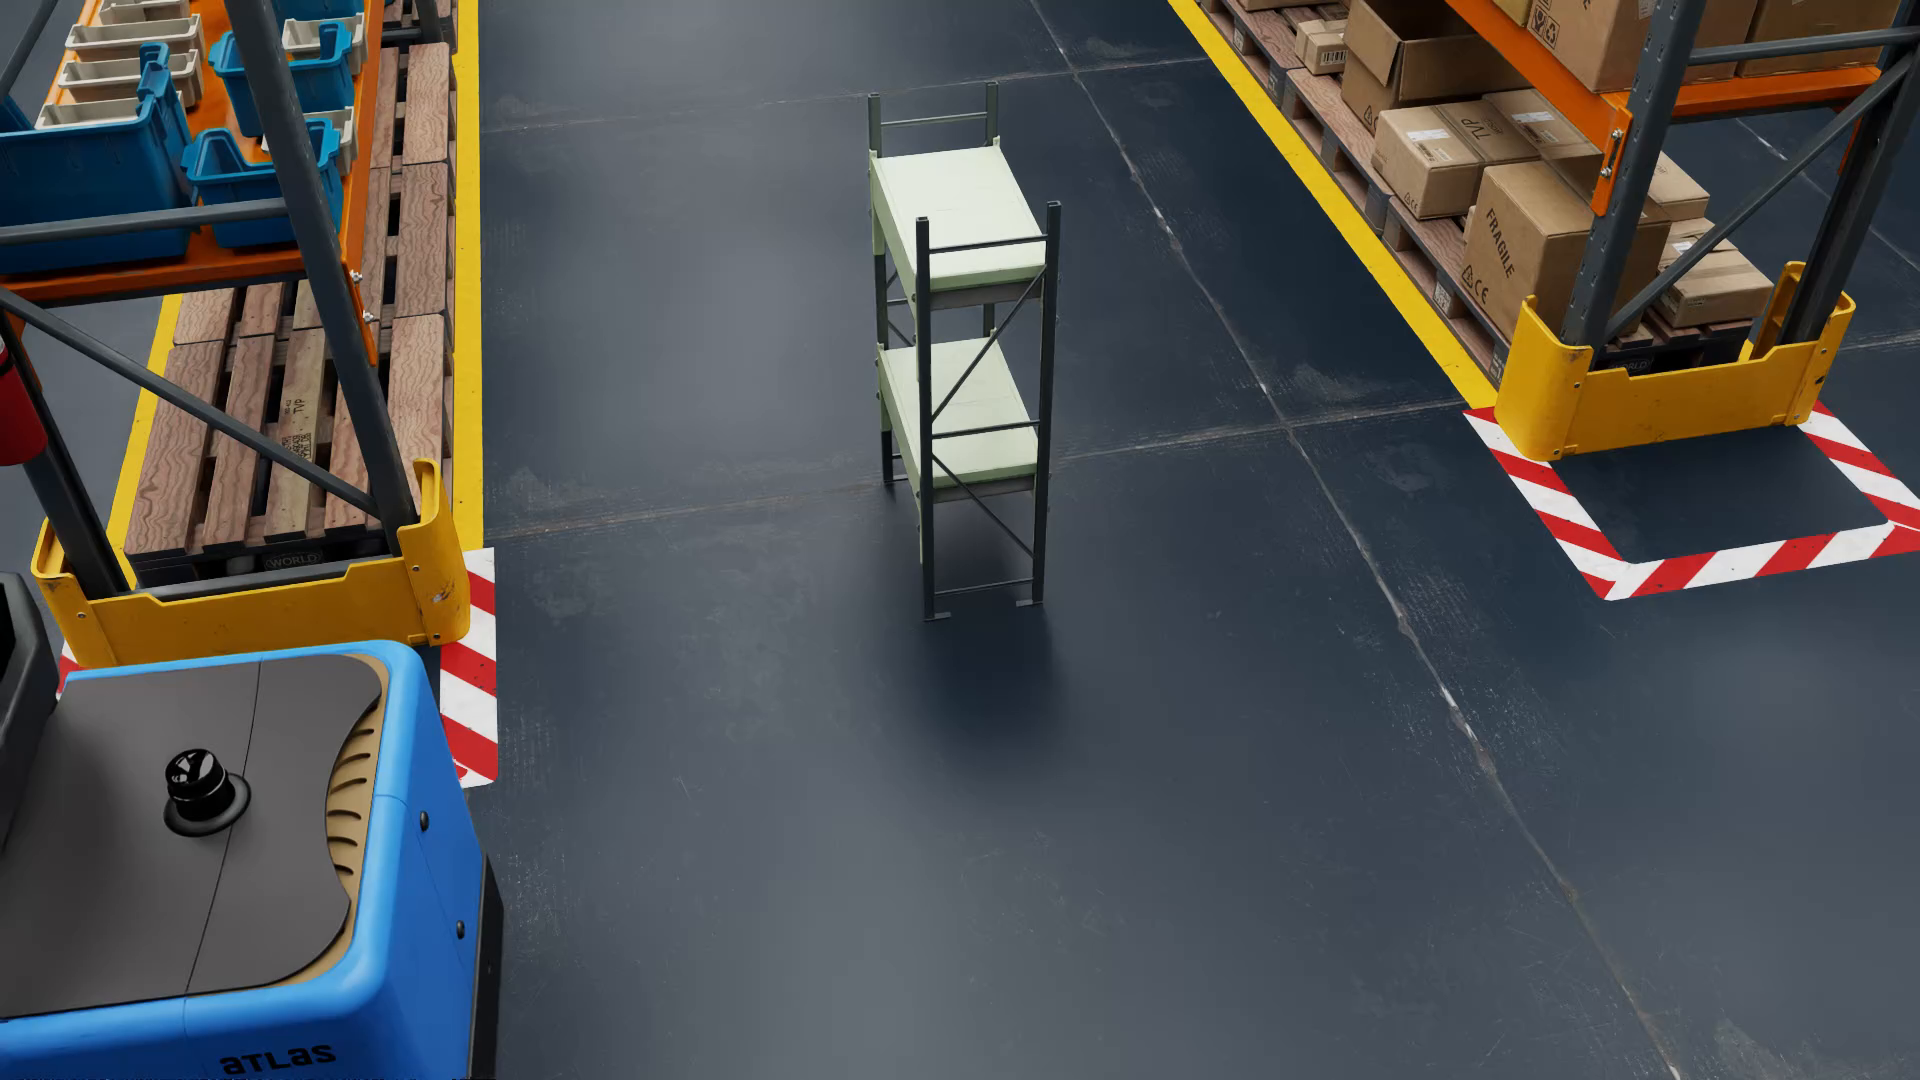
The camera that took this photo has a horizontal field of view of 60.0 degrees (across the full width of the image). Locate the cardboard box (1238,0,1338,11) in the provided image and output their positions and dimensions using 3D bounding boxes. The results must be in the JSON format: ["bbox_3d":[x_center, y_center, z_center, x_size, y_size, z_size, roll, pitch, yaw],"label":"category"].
[{"bbox_3d":[1.641,-2.993,8.557,0.500,0.311,0.500,-8,42,-9],"label":"cardboard box"}]

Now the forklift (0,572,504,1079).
[{"bbox_3d":[-2.669,0.394,3.098,3.031,2.935,1.130,-6,42,-7],"label":"forklift"}]

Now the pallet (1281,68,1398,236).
[{"bbox_3d":[2.175,-1.857,7.683,1.003,0.211,1.213,-8,42,-9],"label":"pallet"}]

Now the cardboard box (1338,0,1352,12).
[{"bbox_3d":[2.161,-3.038,8.465,0.500,0.500,0.500,-8,42,-9],"label":"cardboard box"}]

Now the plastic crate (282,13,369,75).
[{"bbox_3d":[-2.079,-1.628,5.478,0.250,0.136,0.298,-8,42,-9],"label":"plastic crate"}]

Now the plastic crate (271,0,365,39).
[{"bbox_3d":[-2.229,-1.858,5.664,0.416,0.233,0.300,-8,42,-9],"label":"plastic crate"}]

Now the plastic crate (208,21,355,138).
[{"bbox_3d":[-2.087,-1.431,5.183,0.416,0.233,0.300,-8,42,-9],"label":"plastic crate"}]

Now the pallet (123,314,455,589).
[{"bbox_3d":[-2.353,-0.335,5.968,1.003,0.211,1.213,-8,42,-9],"label":"pallet"}]

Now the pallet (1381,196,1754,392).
[{"bbox_3d":[2.435,-1.068,6.794,1.003,0.211,1.213,-8,42,-9],"label":"pallet"}]

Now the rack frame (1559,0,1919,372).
[{"bbox_3d":[2.625,-1.545,5.231,1.000,3.000,0.127,-8,42,-9],"label":"rack frame"}]

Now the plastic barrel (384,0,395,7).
[{"bbox_3d":[-3.177,-3.157,8.312,0.600,0.901,0.708,-8,42,-9],"label":"plastic barrel"}]

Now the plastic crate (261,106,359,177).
[{"bbox_3d":[-1.933,-1.188,4.982,0.250,0.136,0.298,-8,42,-9],"label":"plastic crate"}]

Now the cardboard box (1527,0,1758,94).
[{"bbox_3d":[2.262,-1.833,5.480,0.500,0.500,0.500,-7,42,-8],"label":"cardboard box"}]

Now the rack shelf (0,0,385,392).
[{"bbox_3d":[-2.645,-1.865,6.133,1.077,0.370,4.000,-8,42,-9],"label":"rack shelf"}]

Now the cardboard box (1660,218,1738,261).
[{"bbox_3d":[2.816,-1.132,6.569,0.380,0.166,0.250,-8,42,-9],"label":"cardboard box"}]

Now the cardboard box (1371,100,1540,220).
[{"bbox_3d":[2.091,-1.618,7.053,0.500,0.250,0.500,-8,42,-9],"label":"cardboard box"}]

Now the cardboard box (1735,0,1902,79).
[{"bbox_3d":[2.786,-1.907,5.564,0.500,0.500,0.500,-8,42,-8],"label":"cardboard box"}]

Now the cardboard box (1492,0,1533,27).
[{"bbox_3d":[2.147,-2.169,5.859,0.500,0.500,0.500,-8,42,-9],"label":"cardboard box"}]

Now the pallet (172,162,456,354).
[{"bbox_3d":[-2.613,-1.124,6.857,1.003,0.211,1.213,-8,42,-9],"label":"pallet"}]

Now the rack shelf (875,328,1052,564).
[{"bbox_3d":[-0.001,-0.321,5.473,0.431,0.370,0.720,-8,42,-9],"label":"rack shelf"}]

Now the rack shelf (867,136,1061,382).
[{"bbox_3d":[-0.001,-0.857,4.998,0.431,0.370,0.720,-8,42,-9],"label":"rack shelf"}]

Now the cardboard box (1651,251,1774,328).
[{"bbox_3d":[2.870,-0.964,6.392,0.380,0.149,0.250,-8,42,-9],"label":"cardboard box"}]

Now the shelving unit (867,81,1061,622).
[{"bbox_3d":[-0.001,-0.565,5.257,0.431,1.500,0.755,-8,42,-9],"label":"shelving unit"}]

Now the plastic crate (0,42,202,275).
[{"bbox_3d":[-2.467,-1.063,4.616,0.616,0.435,0.499,-8,42,-9],"label":"plastic crate"}]

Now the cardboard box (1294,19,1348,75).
[{"bbox_3d":[1.837,-2.380,7.974,0.380,0.166,0.250,-8,42,-9],"label":"cardboard box"}]

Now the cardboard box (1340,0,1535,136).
[{"bbox_3d":[2.172,-2.151,7.463,0.797,0.503,0.637,-8,42,-9],"label":"cardboard box"}]

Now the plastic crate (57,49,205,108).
[{"bbox_3d":[-2.614,-1.454,5.282,0.396,0.136,0.243,-8,42,-9],"label":"plastic crate"}]

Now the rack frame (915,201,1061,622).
[{"bbox_3d":[0.078,-0.328,4.990,0.400,1.500,0.023,-8,42,-9],"label":"rack frame"}]

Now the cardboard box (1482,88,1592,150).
[{"bbox_3d":[2.568,-1.722,7.170,0.500,0.250,0.500,-8,42,-9],"label":"cardboard box"}]

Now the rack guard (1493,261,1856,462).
[{"bbox_3d":[2.608,-0.659,6.116,1.175,0.500,0.348,-8,42,-9],"label":"rack guard"}]

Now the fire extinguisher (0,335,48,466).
[{"bbox_3d":[-2.624,-0.506,4.400,0.296,0.674,0.183,-8,42,-9],"label":"fire extinguisher"}]

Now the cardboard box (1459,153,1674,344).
[{"bbox_3d":[2.267,-1.091,6.272,0.500,0.500,0.500,-8,42,-9],"label":"cardboard box"}]

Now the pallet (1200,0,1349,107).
[{"bbox_3d":[1.909,-2.649,8.576,1.003,0.211,1.213,-8,42,-9],"label":"pallet"}]

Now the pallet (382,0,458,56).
[{"bbox_3d":[-3.202,-2.893,8.850,1.003,0.211,1.213,-8,42,-9],"label":"pallet"}]

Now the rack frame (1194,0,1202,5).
[{"bbox_3d":[1.761,-4.137,8.151,1.000,3.000,0.127,-8,42,-9],"label":"rack frame"}]

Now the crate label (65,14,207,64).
[{"bbox_3d":[-2.698,-1.631,5.481,0.396,0.136,0.243,-8,42,-9],"label":"crate label"}]

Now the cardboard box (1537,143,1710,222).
[{"bbox_3d":[2.676,-1.398,6.805,0.500,0.250,0.500,-8,42,-9],"label":"cardboard box"}]

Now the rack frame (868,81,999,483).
[{"bbox_3d":[-0.080,-0.802,5.524,0.400,1.500,0.023,-8,42,-9],"label":"rack frame"}]

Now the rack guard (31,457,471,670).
[{"bbox_3d":[-2.195,0.111,5.248,1.175,0.500,0.348,-8,42,-9],"label":"rack guard"}]

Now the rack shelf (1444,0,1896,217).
[{"bbox_3d":[2.193,-2.572,6.930,1.077,0.370,4.000,-8,42,-9],"label":"rack shelf"}]

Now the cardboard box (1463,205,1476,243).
[{"bbox_3d":[2.267,-1.242,6.693,0.380,0.166,0.250,-8,42,-9],"label":"cardboard box"}]

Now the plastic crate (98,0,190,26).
[{"bbox_3d":[-2.780,-1.820,5.694,0.298,0.136,0.250,-8,42,-9],"label":"plastic crate"}]

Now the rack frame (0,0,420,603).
[{"bbox_3d":[-2.213,-0.837,4.434,1.000,3.000,0.127,-8,42,-9],"label":"rack frame"}]

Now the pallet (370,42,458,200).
[{"bbox_3d":[-2.880,-1.916,7.750,1.003,0.211,1.213,-8,42,-9],"label":"pallet"}]

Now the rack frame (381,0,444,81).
[{"bbox_3d":[-3.076,-3.430,7.355,1.000,3.000,0.127,-8,42,-9],"label":"rack frame"}]

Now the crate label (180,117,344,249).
[{"bbox_3d":[-1.945,-1.004,4.703,0.416,0.233,0.303,-8,42,-9],"label":"crate label"}]

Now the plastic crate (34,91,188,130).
[{"bbox_3d":[-2.566,-1.264,5.068,0.396,0.136,0.243,-8,42,-9],"label":"plastic crate"}]
